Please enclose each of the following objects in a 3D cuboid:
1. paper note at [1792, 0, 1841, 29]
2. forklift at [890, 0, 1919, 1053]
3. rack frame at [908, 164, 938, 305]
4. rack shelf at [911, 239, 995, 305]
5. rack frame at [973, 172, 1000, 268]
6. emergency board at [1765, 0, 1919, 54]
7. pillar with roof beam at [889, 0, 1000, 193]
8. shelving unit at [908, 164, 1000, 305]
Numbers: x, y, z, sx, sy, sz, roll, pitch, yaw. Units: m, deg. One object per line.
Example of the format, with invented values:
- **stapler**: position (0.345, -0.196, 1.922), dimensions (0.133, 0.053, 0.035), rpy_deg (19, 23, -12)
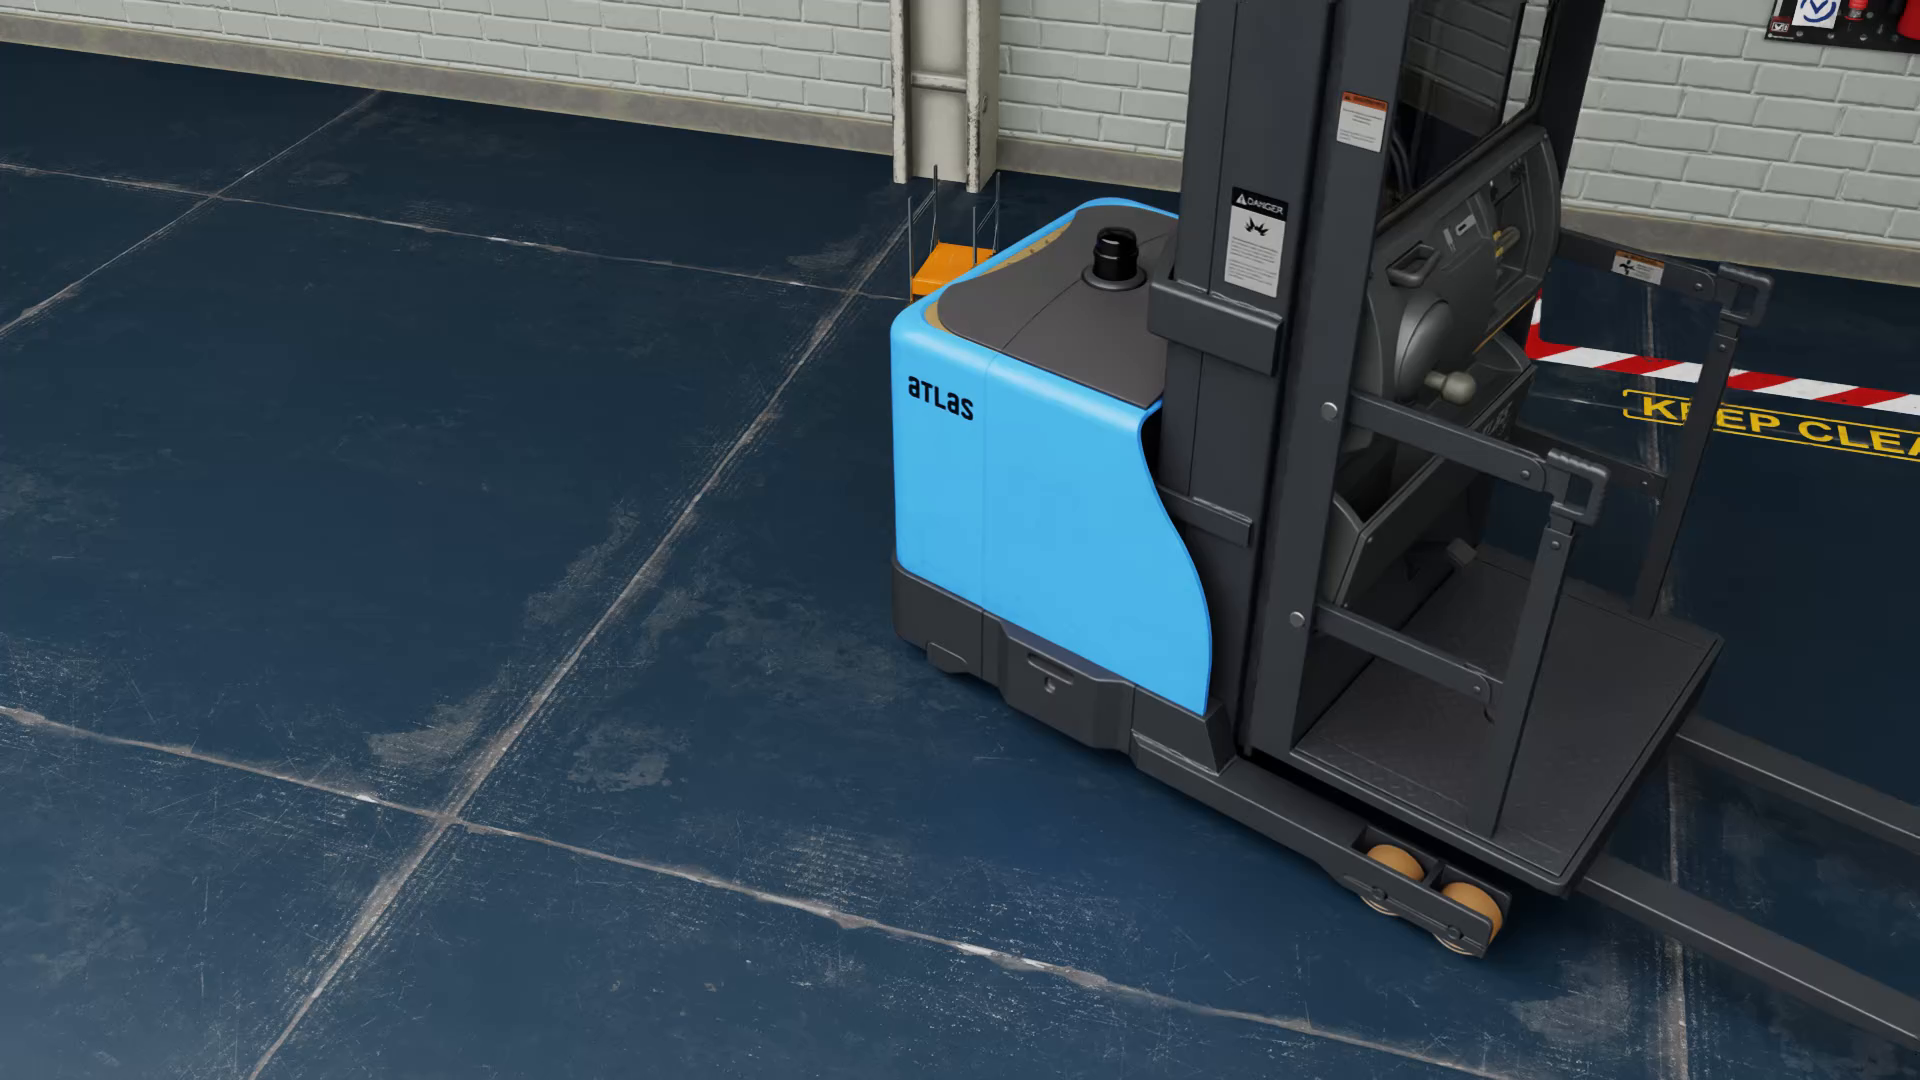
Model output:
- **paper note**: position (3.169, -1.971, 6.141), dimensions (0.142, 0.148, 0.016), rpy_deg (10, 38, 14)
- **forklift**: position (1.276, -0.563, 3.542), dimensions (3.031, 2.935, 1.130), rpy_deg (25, 43, 30)
- **rack frame**: position (-0.101, -0.502, 4.920), dimensions (0.006, 1.200, 0.240), rpy_deg (10, 38, 14)
- **rack shelf**: position (-0.014, -0.740, 4.711), dimensions (0.180, 0.103, 0.258), rpy_deg (10, 38, 14)
- **rack frame**: position (0.074, -0.470, 4.876), dimensions (0.006, 1.200, 0.240), rpy_deg (10, 38, 14)
- **emergency board**: position (3.318, -2.255, 5.784), dimensions (0.643, 1.169, 0.194), rpy_deg (10, 38, 14)
- **pillar with roof beam**: position (-1.346, -2.838, 1.514), dimensions (0.400, 9.000, 9.100), rpy_deg (10, 38, 14)
- **shelving unit**: position (-0.014, -0.486, 4.898), dimensions (0.189, 1.200, 0.258), rpy_deg (10, 38, 14)
